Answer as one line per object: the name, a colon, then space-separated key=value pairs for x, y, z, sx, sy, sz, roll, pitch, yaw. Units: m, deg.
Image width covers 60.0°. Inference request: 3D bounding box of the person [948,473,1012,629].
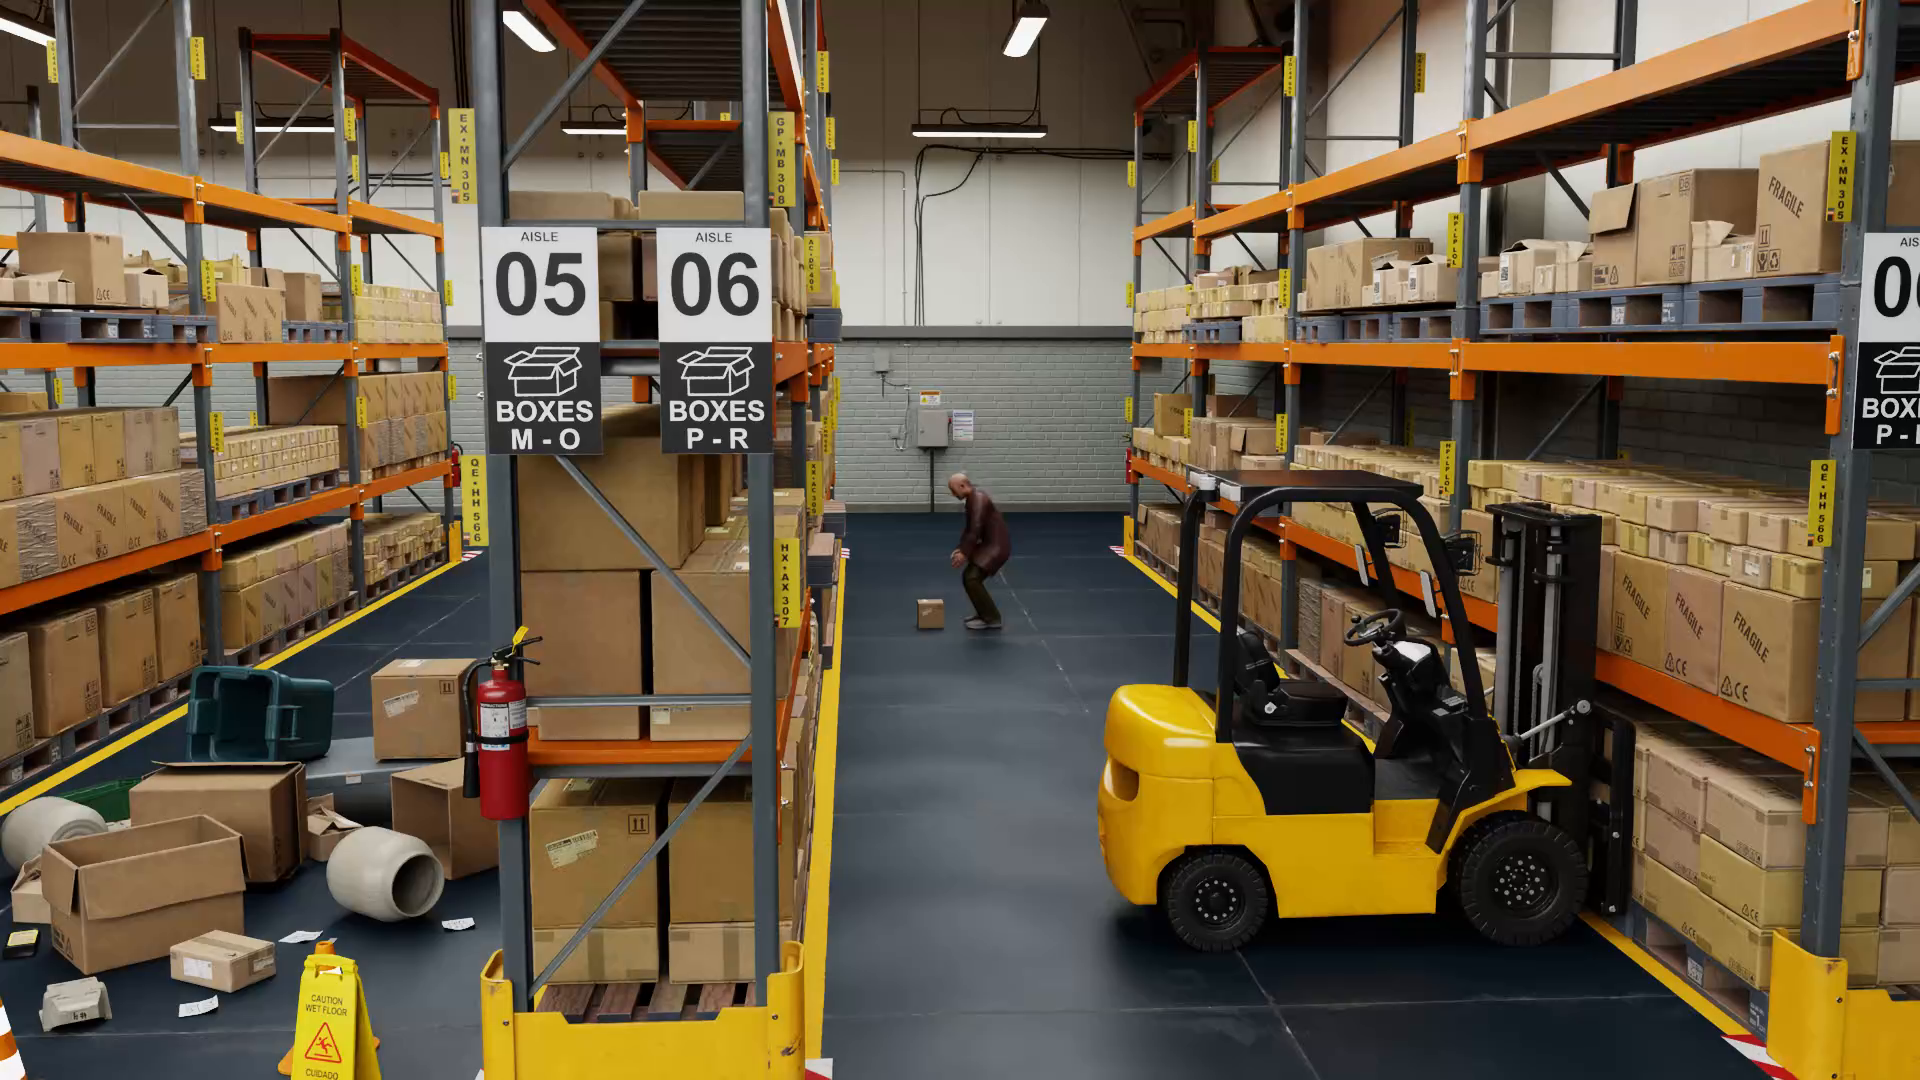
person: x=0.201 y=0.108 z=16.489 sx=0.636 sy=1.526 sz=0.627 roll=0 pitch=7 yaw=-3
